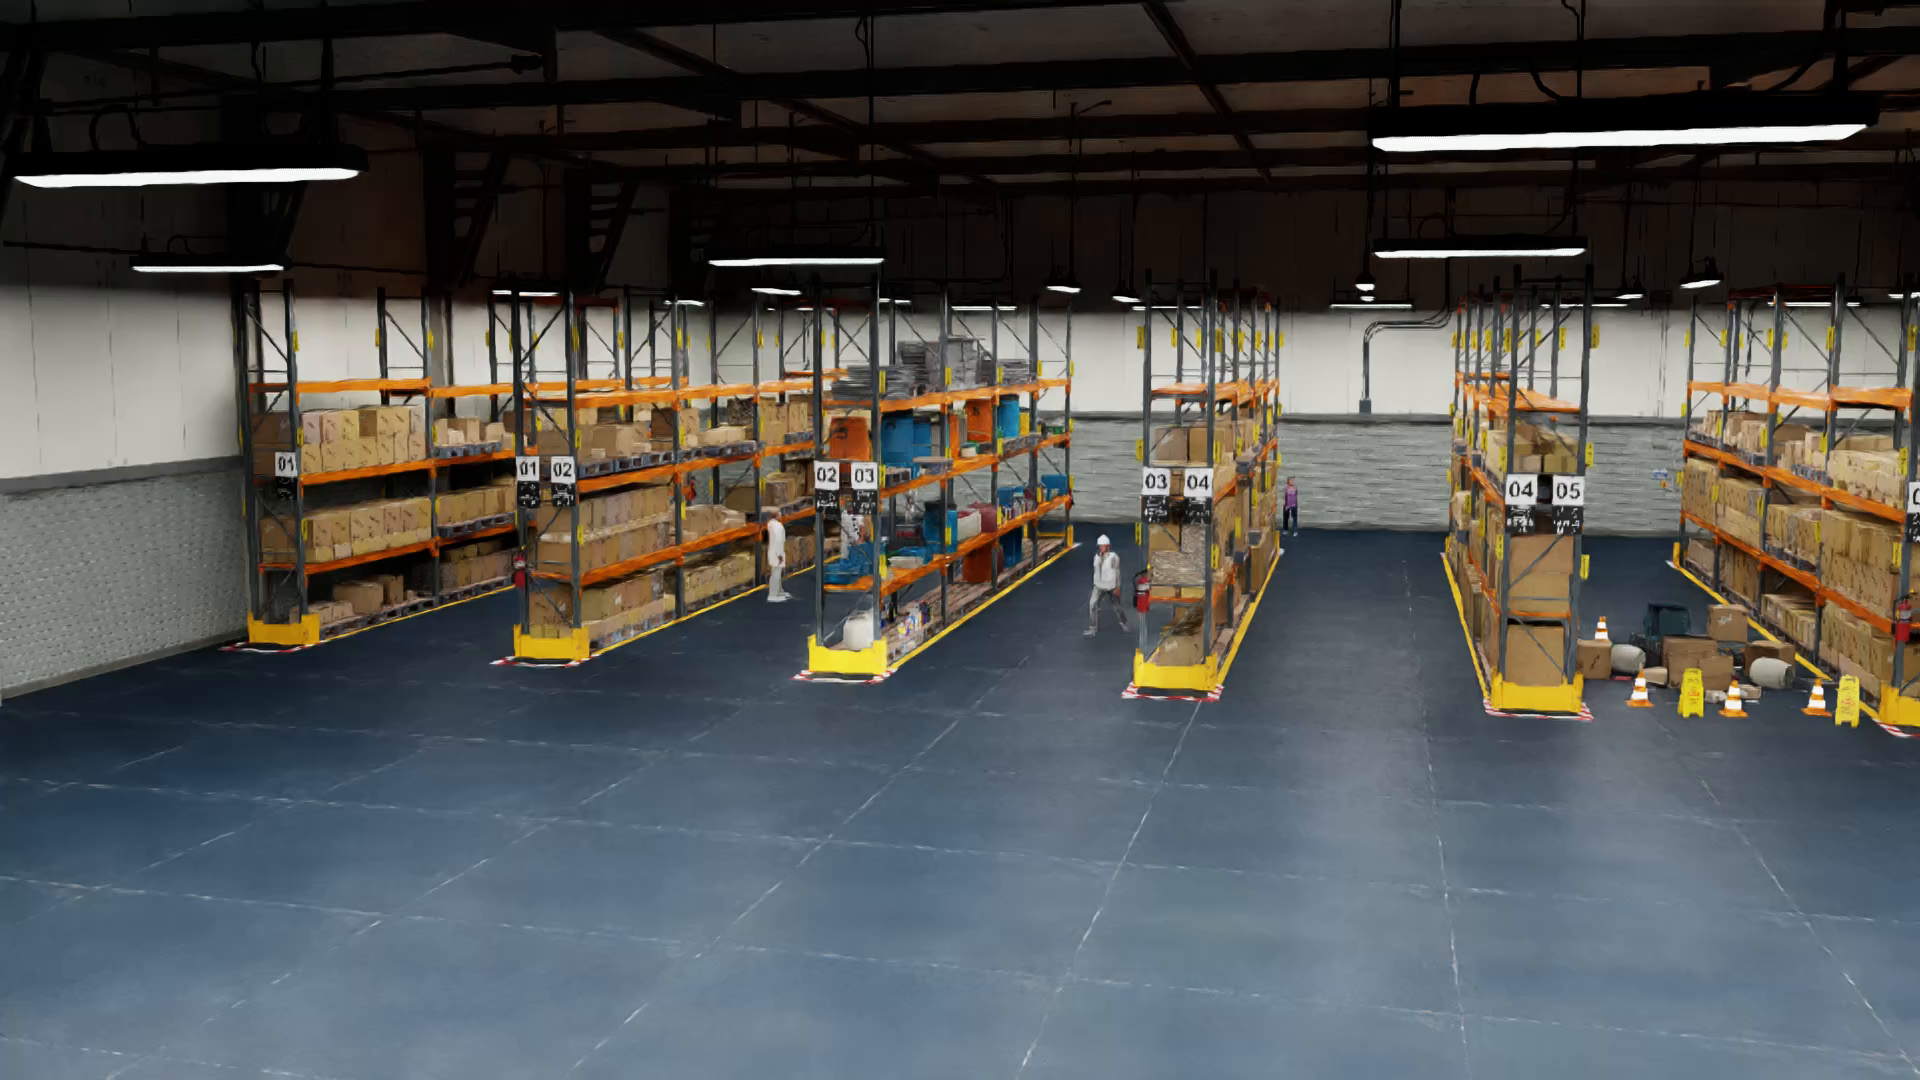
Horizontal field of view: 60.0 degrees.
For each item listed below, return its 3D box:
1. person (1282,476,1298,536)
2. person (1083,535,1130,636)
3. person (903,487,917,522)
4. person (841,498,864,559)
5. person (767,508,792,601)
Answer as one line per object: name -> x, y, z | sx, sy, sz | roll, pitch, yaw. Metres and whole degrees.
person -> 8.458, -0.880, 42.620 | 0.412, 1.533, 0.955 | 1, 7, 6
person -> 2.523, 0.763, 28.327 | 0.574, 1.721, 0.955 | 5, 8, 34
person -> -1.206, -0.826, 41.060 | 0.409, 1.788, 0.666 | -1, 7, -6
person -> -2.269, -0.035, 34.912 | 0.556, 1.711, 1.022 | 2, 7, 13
person -> -3.493, 0.263, 32.060 | 0.506, 1.779, 0.632 | -2, 7, -17
